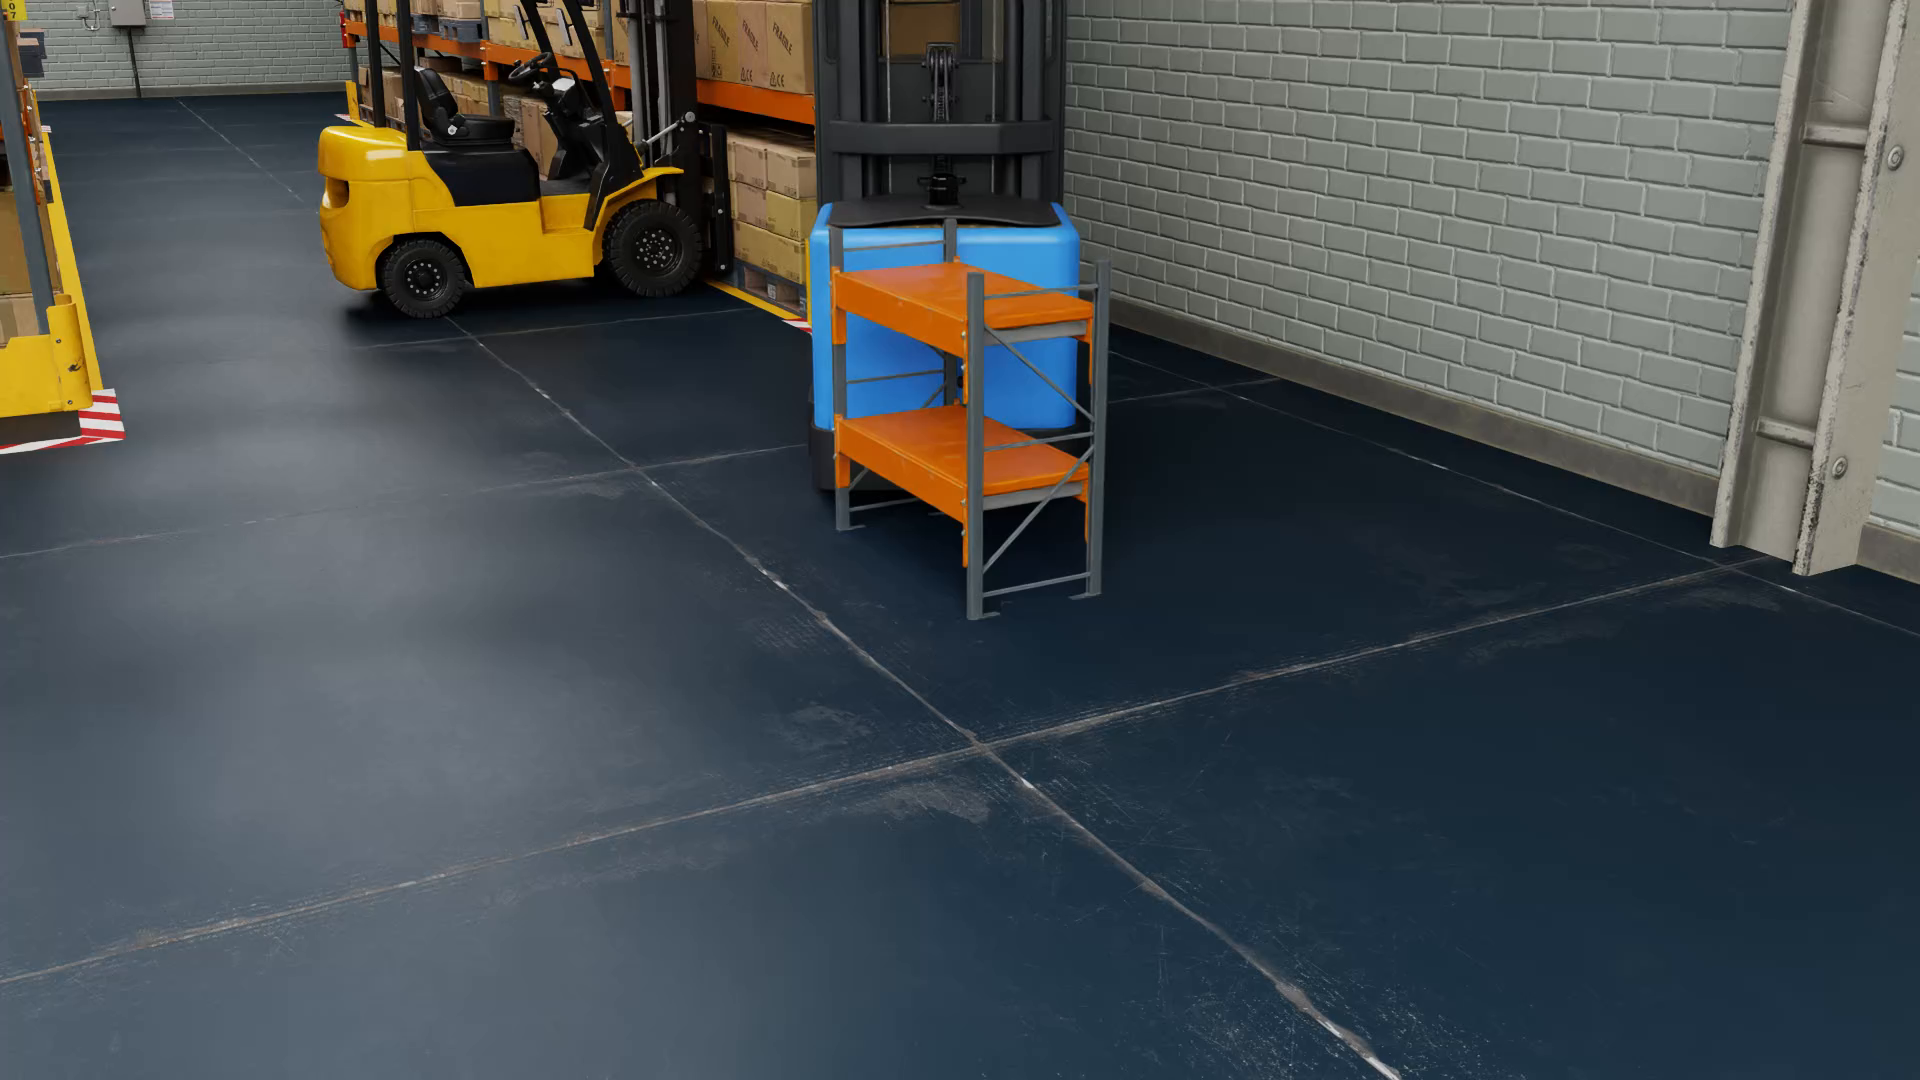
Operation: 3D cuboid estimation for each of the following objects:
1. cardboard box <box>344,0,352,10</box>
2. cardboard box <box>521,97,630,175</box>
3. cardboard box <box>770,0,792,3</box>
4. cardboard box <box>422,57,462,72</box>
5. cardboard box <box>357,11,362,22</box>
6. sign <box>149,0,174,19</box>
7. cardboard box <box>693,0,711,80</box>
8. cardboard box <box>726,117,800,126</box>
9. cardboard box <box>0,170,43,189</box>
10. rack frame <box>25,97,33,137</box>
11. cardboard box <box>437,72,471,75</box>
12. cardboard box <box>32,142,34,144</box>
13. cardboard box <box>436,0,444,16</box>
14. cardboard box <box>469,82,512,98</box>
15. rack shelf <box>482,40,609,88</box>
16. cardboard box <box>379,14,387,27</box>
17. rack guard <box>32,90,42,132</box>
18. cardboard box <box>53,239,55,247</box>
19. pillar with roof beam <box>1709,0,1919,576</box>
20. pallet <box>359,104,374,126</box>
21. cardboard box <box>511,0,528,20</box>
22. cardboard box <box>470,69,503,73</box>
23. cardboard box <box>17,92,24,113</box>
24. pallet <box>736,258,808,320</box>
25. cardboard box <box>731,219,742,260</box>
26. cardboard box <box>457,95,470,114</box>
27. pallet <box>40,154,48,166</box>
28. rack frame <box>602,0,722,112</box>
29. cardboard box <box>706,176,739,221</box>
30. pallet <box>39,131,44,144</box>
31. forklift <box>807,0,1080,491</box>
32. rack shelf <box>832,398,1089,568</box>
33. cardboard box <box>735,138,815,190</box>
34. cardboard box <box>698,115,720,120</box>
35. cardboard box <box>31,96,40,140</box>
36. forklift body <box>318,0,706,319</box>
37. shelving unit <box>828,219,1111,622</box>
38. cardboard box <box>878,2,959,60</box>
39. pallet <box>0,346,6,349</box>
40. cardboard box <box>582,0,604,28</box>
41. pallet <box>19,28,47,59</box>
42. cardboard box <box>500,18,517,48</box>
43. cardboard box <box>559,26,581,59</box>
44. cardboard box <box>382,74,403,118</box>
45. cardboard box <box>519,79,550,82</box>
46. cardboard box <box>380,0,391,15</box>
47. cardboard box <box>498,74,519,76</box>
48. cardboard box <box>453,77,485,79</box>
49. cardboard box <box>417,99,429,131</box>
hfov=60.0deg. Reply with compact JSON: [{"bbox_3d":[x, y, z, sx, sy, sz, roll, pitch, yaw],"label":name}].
[{"bbox_3d":[-7.959,-7.246,22.306,0.500,0.250,0.500,-10,21,-26],"label":"cardboard box"},{"bbox_3d":[-3.537,-3.760,15.427,0.875,0.625,0.625,-9,21,-25],"label":"cardboard box"},{"bbox_3d":[-0.899,-3.234,9.758,0.380,0.149,0.250,-10,21,-26],"label":"cardboard box"},{"bbox_3d":[-5.937,-5.453,19.073,0.380,0.149,0.250,-11,22,-29],"label":"cardboard box"},{"bbox_3d":[-7.862,-7.027,22.282,0.380,0.149,0.250,-9,21,-25],"label":"cardboard box"},{"bbox_3d":[-12.748,-8.568,26.509,0.329,0.494,0.001,-10,21,-27],"label":"sign"},{"bbox_3d":[-1.535,-3.343,11.068,0.500,0.500,0.500,-10,21,-26],"label":"cardboard box"},{"bbox_3d":[-1.353,-2.873,11.898,0.500,0.250,0.500,-10,21,-26],"label":"cardboard box"},{"bbox_3d":[-5.110,-1.669,8.792,0.500,0.500,0.500,-11,22,-29],"label":"cardboard box"},{"bbox_3d":[-8.505,-4.282,13.942,1.000,3.000,0.127,-10,21,-27],"label":"rack frame"},{"bbox_3d":[-5.771,-5.240,18.912,0.380,0.149,0.250,-11,22,-29],"label":"cardboard box"},{"bbox_3d":[-6.089,-2.259,10.500,0.500,0.500,0.500,-10,22,-27],"label":"cardboard box"},{"bbox_3d":[-5.077,-5.739,17.363,0.797,0.503,0.637,-11,22,-28],"label":"cardboard box"},{"bbox_3d":[-4.839,-4.634,17.156,0.380,0.149,0.250,-11,22,-28],"label":"cardboard box"},{"bbox_3d":[-3.189,-4.138,14.627,1.077,0.370,4.000,-10,21,-27],"label":"rack shelf"},{"bbox_3d":[-6.946,-6.424,20.536,0.380,0.149,0.250,-10,22,-27],"label":"cardboard box"},{"bbox_3d":[-12.316,-5.404,21.025,1.175,0.500,0.348,-10,21,-27],"label":"rack guard"},{"bbox_3d":[-5.827,-1.753,10.185,0.500,0.250,0.500,-11,22,-28],"label":"cardboard box"},{"bbox_3d":[-0.817,-3.541,2.599,9.100,9.000,0.400,-10,21,-27],"label":"pillar with roof beam"},{"bbox_3d":[-7.522,-5.780,22.557,1.003,0.211,1.213,-10,21,-27],"label":"pallet"},{"bbox_3d":[-3.674,-4.755,14.777,0.500,0.250,0.500,-11,22,-28],"label":"cardboard box"},{"bbox_3d":[-5.480,-5.388,19.341,0.380,0.149,0.250,-10,21,-27],"label":"cardboard box"},{"bbox_3d":[-4.953,-2.235,8.395,0.380,0.149,0.250,-10,21,-26],"label":"cardboard box"},{"bbox_3d":[-0.740,-1.650,10.590,1.003,0.211,1.213,-10,21,-27],"label":"pallet"},{"bbox_3d":[-1.299,-2.029,10.985,0.500,0.250,0.500,-10,21,-26],"label":"cardboard box"},{"bbox_3d":[-5.008,-4.452,17.623,0.500,0.500,0.500,-9,21,-24],"label":"cardboard box"},{"bbox_3d":[-9.389,-3.552,16.100,1.003,0.211,1.213,-10,21,-27],"label":"pallet"},{"bbox_3d":[-2.239,-3.904,12.845,1.000,3.000,0.127,-10,21,-27],"label":"rack frame"},{"bbox_3d":[-1.339,-2.272,10.923,0.500,0.250,0.500,-11,22,-28],"label":"cardboard box"},{"bbox_3d":[-10.697,-4.342,18.392,1.003,0.211,1.213,-10,21,-27],"label":"pallet"},{"bbox_3d":[-0.094,-2.006,7.453,1.130,2.935,3.031,-1,19,-1],"label":"forklift"},{"bbox_3d":[0.005,-0.225,5.810,0.538,0.278,1.000,-10,21,-27],"label":"rack shelf"},{"bbox_3d":[-1.081,-2.356,10.400,0.500,0.250,0.500,-10,21,-26],"label":"cardboard box"},{"bbox_3d":[-2.052,-2.939,12.089,0.500,0.250,0.500,-10,21,-27],"label":"cardboard box"},{"bbox_3d":[-10.609,-4.614,18.190,0.875,0.438,0.875,-10,22,-27],"label":"cardboard box"},{"bbox_3d":[-2.846,-2.616,10.415,2.313,2.155,1.214,-10,21,-27],"label":"forklift body"},{"bbox_3d":[0.005,-0.457,5.730,0.538,1.125,1.048,-10,21,-27],"label":"shelving unit"},{"bbox_3d":[-0.331,-2.988,10.038,0.500,0.500,0.500,-9,21,-25],"label":"cardboard box"},{"bbox_3d":[-5.097,-0.928,8.496,1.003,0.211,1.213,-10,21,-27],"label":"pallet"},{"bbox_3d":[-2.698,-4.170,13.082,0.500,0.250,0.500,-10,22,-28],"label":"cardboard box"},{"bbox_3d":[-8.073,-4.003,13.428,1.213,0.211,1.003,-10,21,-27],"label":"pallet"},{"bbox_3d":[-3.909,-4.671,15.298,0.500,0.250,0.500,-10,22,-28],"label":"cardboard box"},{"bbox_3d":[-2.953,-4.080,13.587,0.500,0.250,0.500,-10,21,-27],"label":"cardboard box"},{"bbox_3d":[-6.866,-5.626,21.024,0.700,0.500,0.500,-11,22,-29],"label":"cardboard box"},{"bbox_3d":[-4.451,-4.805,17.652,0.380,0.149,0.250,-11,22,-29],"label":"cardboard box"},{"bbox_3d":[-6.746,-6.520,20.201,0.500,0.250,0.500,-10,21,-26],"label":"cardboard box"},{"bbox_3d":[-4.958,-5.098,18.500,0.380,0.149,0.250,-10,21,-26],"label":"cardboard box"},{"bbox_3d":[-5.273,-4.941,18.047,0.380,0.149,0.250,-10,21,-26],"label":"cardboard box"},{"bbox_3d":[-6.007,-5.043,19.337,0.500,0.500,0.500,-9,21,-24],"label":"cardboard box"}]
